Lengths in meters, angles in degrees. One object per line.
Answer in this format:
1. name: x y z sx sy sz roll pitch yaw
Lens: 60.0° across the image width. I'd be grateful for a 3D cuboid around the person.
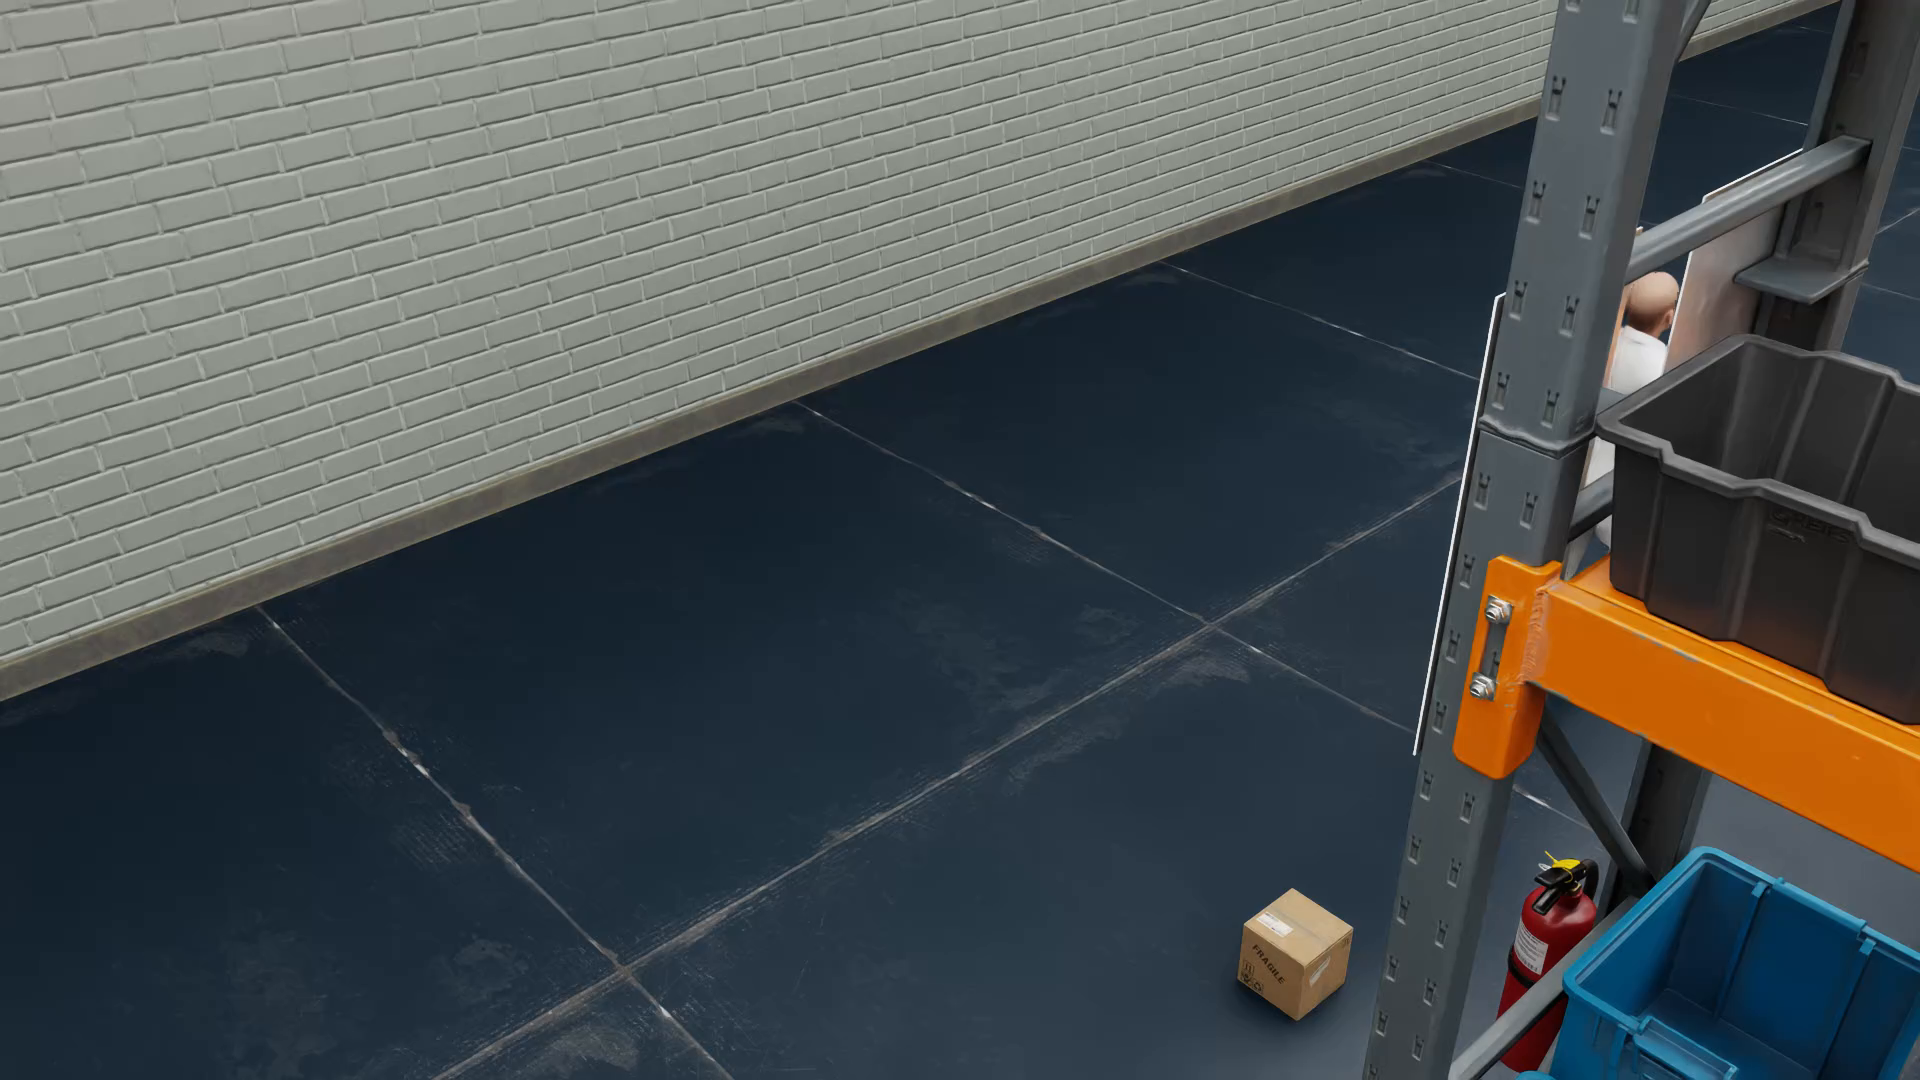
1. person: 2.624 -0.260 6.546 0.990 1.748 0.616 -21 37 -30
